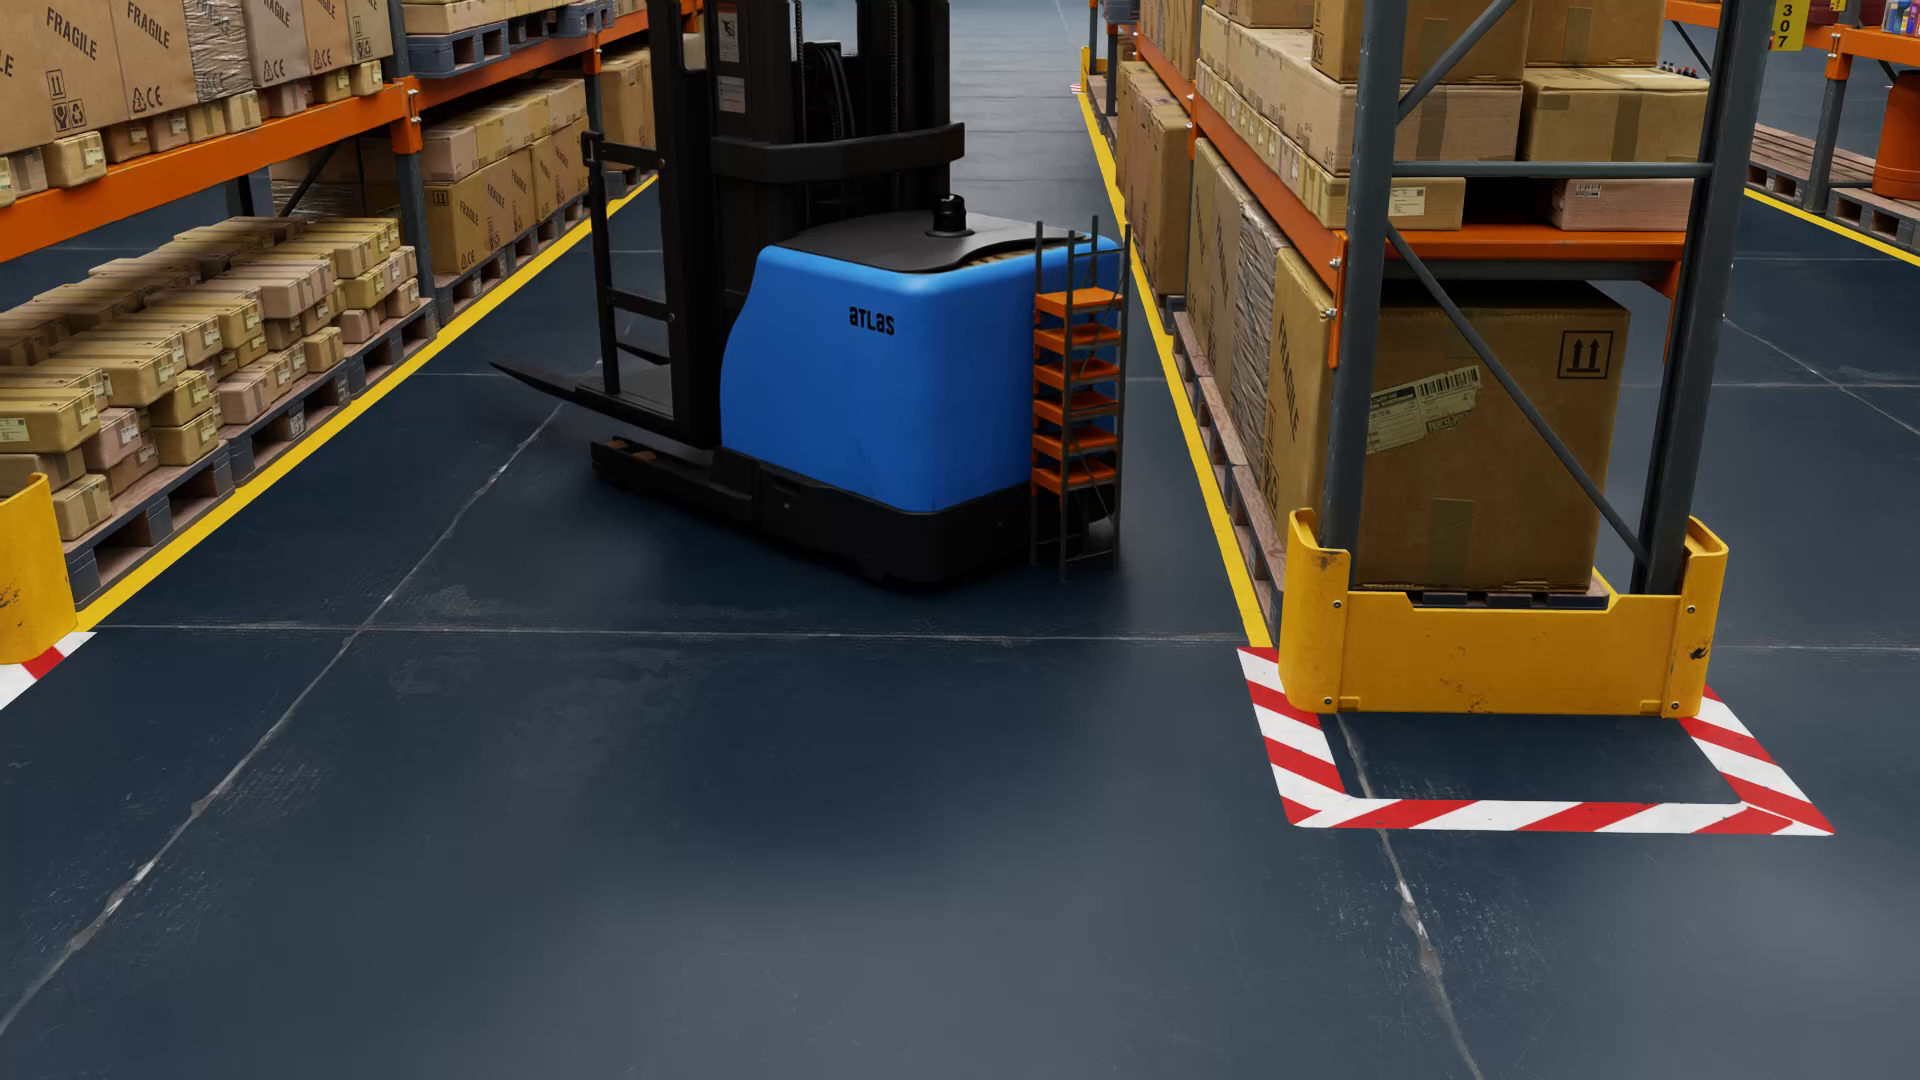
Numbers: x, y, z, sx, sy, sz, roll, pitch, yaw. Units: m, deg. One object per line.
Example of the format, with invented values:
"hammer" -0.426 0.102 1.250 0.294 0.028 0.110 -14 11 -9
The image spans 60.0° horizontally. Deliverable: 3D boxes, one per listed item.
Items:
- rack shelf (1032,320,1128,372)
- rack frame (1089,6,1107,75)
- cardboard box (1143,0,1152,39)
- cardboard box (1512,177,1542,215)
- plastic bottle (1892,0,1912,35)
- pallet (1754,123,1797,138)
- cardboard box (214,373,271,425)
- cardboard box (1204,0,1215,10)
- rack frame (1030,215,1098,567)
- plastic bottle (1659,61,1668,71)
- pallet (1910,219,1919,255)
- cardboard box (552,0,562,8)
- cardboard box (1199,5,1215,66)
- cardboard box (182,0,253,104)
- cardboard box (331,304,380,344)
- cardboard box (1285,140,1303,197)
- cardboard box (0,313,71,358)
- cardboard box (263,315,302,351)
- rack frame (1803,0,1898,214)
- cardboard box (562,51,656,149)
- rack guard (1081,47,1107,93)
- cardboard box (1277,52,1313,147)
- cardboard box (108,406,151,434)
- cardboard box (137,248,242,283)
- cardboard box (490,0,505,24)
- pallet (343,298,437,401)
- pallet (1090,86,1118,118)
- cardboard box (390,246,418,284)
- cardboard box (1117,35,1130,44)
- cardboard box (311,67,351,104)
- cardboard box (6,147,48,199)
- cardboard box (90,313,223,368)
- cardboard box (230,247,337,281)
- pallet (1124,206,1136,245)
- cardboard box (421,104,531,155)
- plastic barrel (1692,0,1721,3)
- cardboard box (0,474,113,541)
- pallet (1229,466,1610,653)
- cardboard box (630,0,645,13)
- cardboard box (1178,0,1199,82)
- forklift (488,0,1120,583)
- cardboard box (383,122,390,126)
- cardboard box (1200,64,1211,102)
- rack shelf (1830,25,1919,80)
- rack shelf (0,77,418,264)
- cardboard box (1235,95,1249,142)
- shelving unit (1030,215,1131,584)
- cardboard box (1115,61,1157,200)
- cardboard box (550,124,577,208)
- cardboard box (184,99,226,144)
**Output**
"rack shelf" 0.396 -0.642 5.484 0.258 0.103 0.180 -12 24 -28
"rack frame" 2.028 -6.753 19.287 1.000 3.000 0.127 1 21 2
"cardboard box" 1.485 -3.548 10.888 0.500 0.500 0.500 0 21 0
"cardboard box" 1.888 -1.068 4.983 0.380 0.149 0.250 0 21 1
"plastic bottle" 6.368 -3.552 11.213 0.097 0.271 0.097 0 21 0
"pallet" 6.872 -3.668 15.190 1.003 0.211 1.213 1 21 2
"cardboard box" -3.026 -0.571 6.714 0.380 0.149 0.250 0 21 -1
"cardboard box" 1.393 -2.662 7.503 0.500 0.500 0.500 1 21 2
"rack frame" 0.349 -0.488 5.627 0.240 1.200 0.006 -12 24 -28
"plastic bottle" 7.321 -4.799 17.304 0.144 0.351 0.185 2 21 4
"pallet" 6.713 -1.781 10.326 1.003 0.211 1.213 1 21 2
"cardboard box" -2.760 -3.477 10.610 0.380 0.149 0.250 0 21 -1
"cardboard box" 1.387 -2.316 7.647 0.500 0.250 0.500 0 21 1
"cardboard box" -3.096 -1.959 6.381 0.500 0.500 0.500 0 21 0
"cardboard box" -2.998 -1.037 7.916 0.380 0.149 0.250 0 21 0
"cardboard box" 1.238 -1.169 5.241 0.380 0.149 0.250 1 21 2
"cardboard box" -3.681 -0.773 6.413 0.380 0.149 0.250 1 21 4
"cardboard box" -3.092 -0.920 7.202 0.380 0.149 0.250 0 21 -1
"rack frame" 6.735 -3.806 11.691 1.000 3.000 0.127 1 21 2
"cardboard box" -3.038 -3.634 13.777 1.050 0.750 0.750 1 21 2
"rack guard" 2.026 -5.560 19.668 1.175 0.500 0.348 1 21 2
"cardboard box" 1.307 -1.398 5.282 0.500 0.250 0.500 0 21 1
"cardboard box" -3.157 -0.439 5.963 0.380 0.149 0.250 1 21 2
"cardboard box" -3.520 -1.242 7.621 0.380 0.149 0.250 0 21 0
"cardboard box" -2.797 -3.003 9.388 0.380 0.149 0.250 1 21 2
"pallet" -3.277 -0.962 8.217 1.003 0.211 1.213 1 21 2
"pallet" 1.926 -4.692 17.830 1.003 0.211 1.213 1 21 2
"cardboard box" -2.983 -1.393 8.423 0.380 0.149 0.250 1 21 3
"cardboard box" 2.008 -5.341 18.524 0.500 0.500 0.500 6 22 16
"cardboard box" -3.033 -2.092 7.621 0.380 0.149 0.250 1 21 4
"cardboard box" -3.109 -1.148 5.188 0.380 0.149 0.250 1 21 4
"cardboard box" -3.091 -0.770 6.406 0.380 0.149 0.250 1 21 4
"cardboard box" -3.097 -1.242 7.622 0.380 0.149 0.250 1 21 3
"pallet" 1.685 -2.276 11.604 1.003 0.211 1.213 1 21 2
"cardboard box" -2.971 -2.527 10.232 0.500 0.250 0.500 1 21 4
"plastic barrel" 6.609 -4.972 14.509 0.433 0.535 0.433 0 21 0
"cardboard box" -3.077 -0.112 5.531 0.380 0.149 0.250 1 21 3
"pallet" 1.487 0.042 5.629 1.003 0.211 1.213 1 21 2
"cardboard box" -2.858 -4.524 13.403 0.500 0.500 0.500 1 21 2
"cardboard box" 1.404 -2.633 8.530 0.500 0.500 0.500 1 21 2
"forklift" -0.824 -1.665 6.269 1.130 2.935 3.031 -20 29 -41
"cardboard box" -3.493 -2.343 9.760 0.500 0.250 0.500 2 21 4
"cardboard box" 1.314 -2.099 7.639 0.380 0.149 0.250 0 21 0
"rack shelf" 6.674 -2.748 9.958 1.077 0.370 4.000 1 21 2
"rack shelf" -3.352 -1.447 6.606 1.077 0.370 4.000 1 21 2
"cardboard box" 1.276 -1.630 6.431 0.380 0.149 0.250 0 21 0
"shelving unit" 0.396 -0.460 5.554 0.258 1.200 0.189 -12 24 -28
"cardboard box" 1.743 -2.817 11.498 1.225 0.875 0.875 0 21 -1
"cardboard box" -2.948 -2.554 11.339 0.500 0.500 0.500 1 21 4
"cardboard box" -3.079 -1.620 6.405 0.380 0.149 0.250 1 21 4
